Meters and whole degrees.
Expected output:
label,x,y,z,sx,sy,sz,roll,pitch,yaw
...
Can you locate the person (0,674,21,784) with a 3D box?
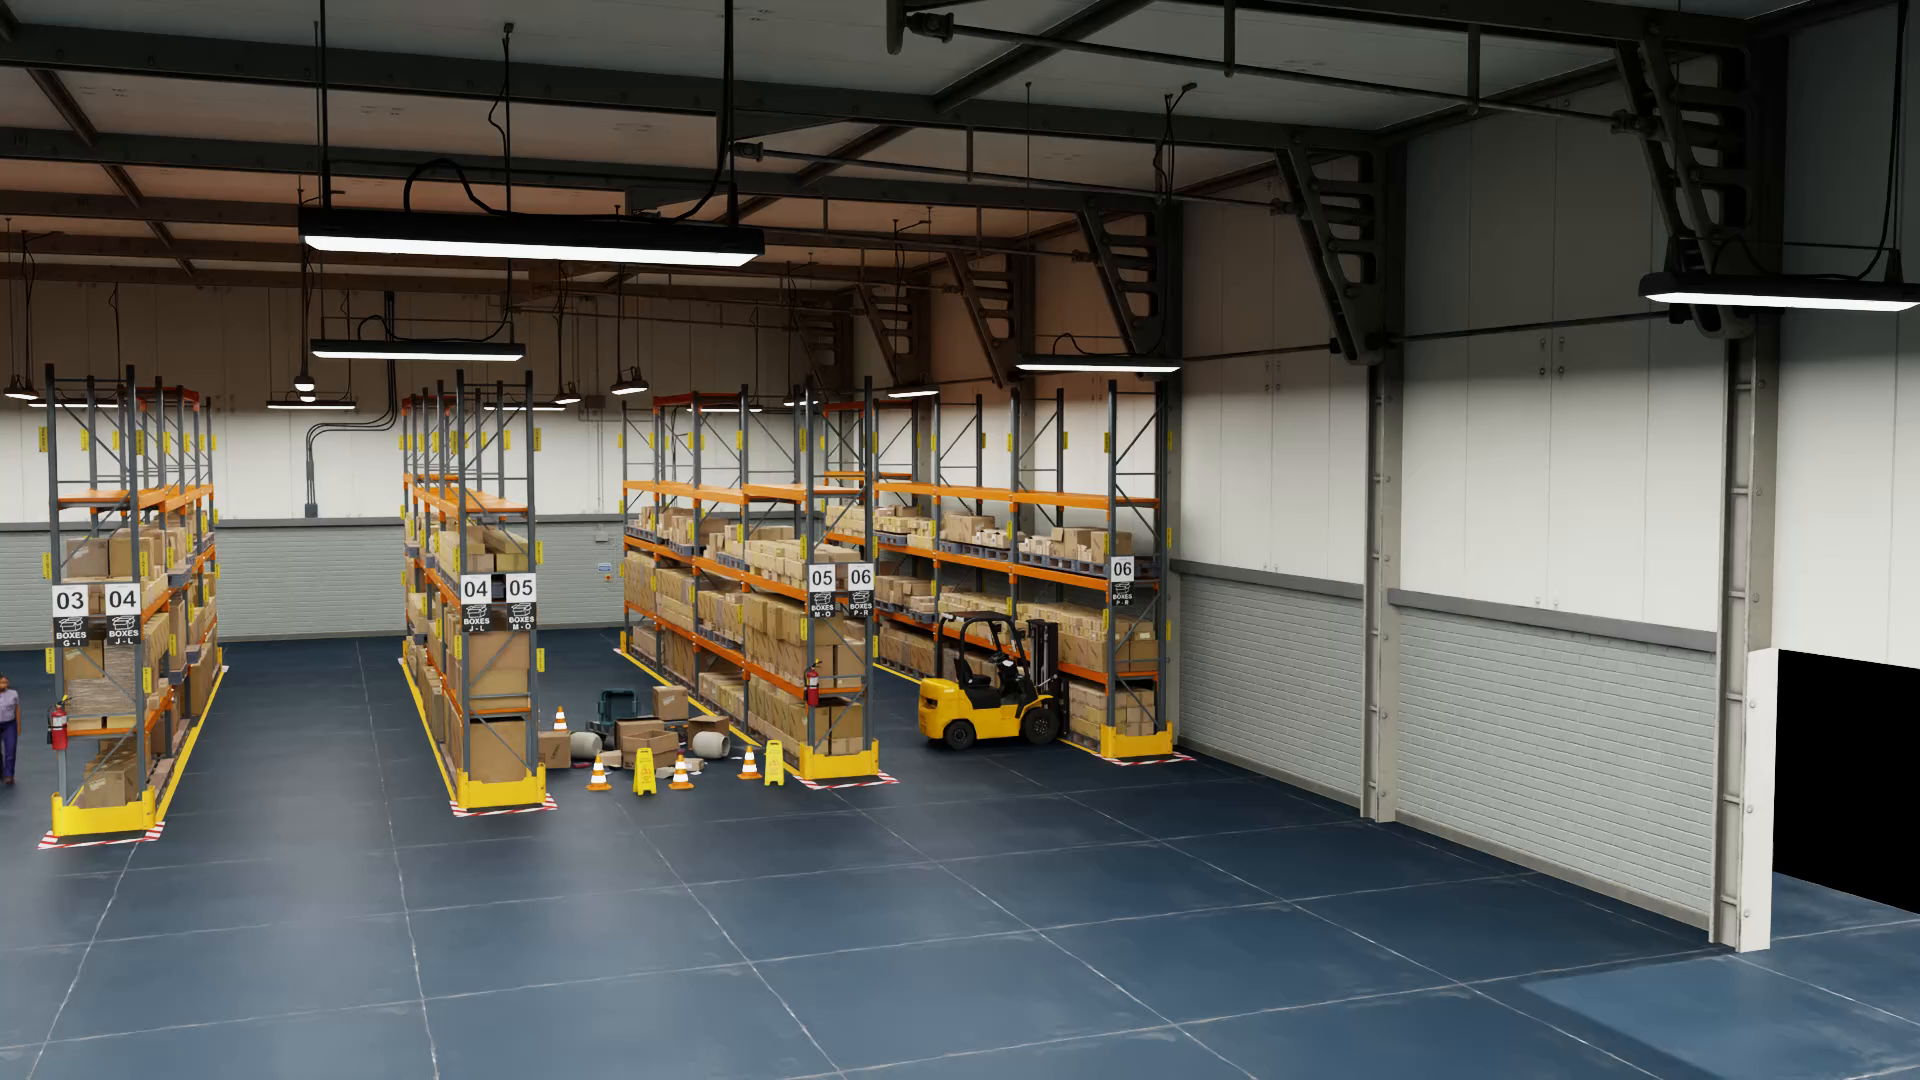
label,x,y,z,sx,sy,sz,roll,pitch,yaw
person,-14.080,2.763,24.466,0.481,1.585,0.984,-2,4,-34
